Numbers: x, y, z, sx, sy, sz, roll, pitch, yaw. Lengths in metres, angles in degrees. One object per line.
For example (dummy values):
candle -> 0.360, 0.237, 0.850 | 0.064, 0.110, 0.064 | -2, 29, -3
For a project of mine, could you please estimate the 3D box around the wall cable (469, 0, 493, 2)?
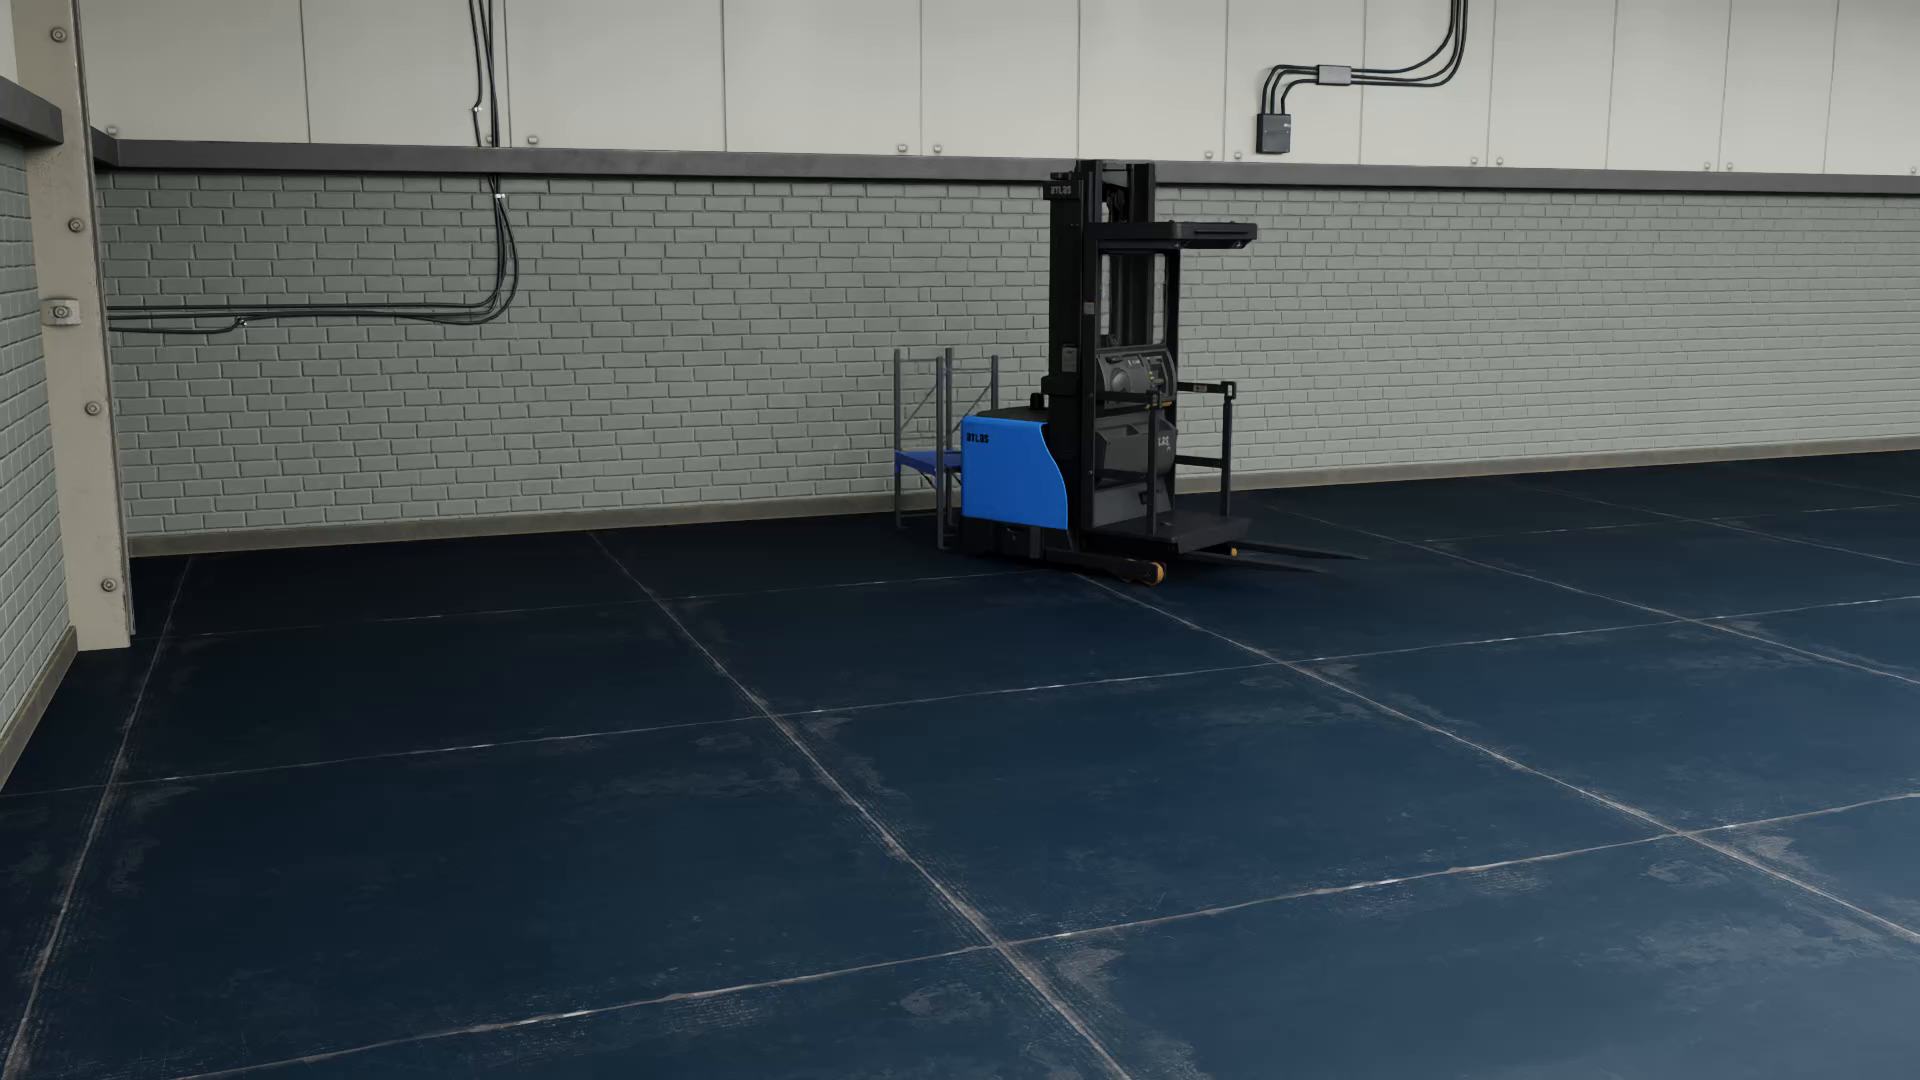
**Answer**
wall cable -> -2.452, -5.513, 13.163 | 3.097, 2.526, 0.112 | -4, 11, -21

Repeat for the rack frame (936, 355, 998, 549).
rack frame -> 0.058, -0.683, 12.979 | 0.500, 1.500, 0.032 | -4, 11, -21

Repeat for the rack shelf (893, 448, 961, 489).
rack shelf -> -0.125, -0.589, 13.477 | 0.538, 0.185, 1.000 | -4, 11, -21

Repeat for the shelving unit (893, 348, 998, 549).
shelving unit -> -0.125, -0.766, 13.446 | 0.538, 1.500, 1.048 | -4, 11, -21

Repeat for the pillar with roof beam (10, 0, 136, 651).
pillar with roof beam -> -1.126, -4.092, 10.729 | 9.100, 9.000, 0.400 | -4, 11, -21

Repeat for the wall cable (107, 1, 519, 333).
wall cable -> -4.973, -2.855, 12.641 | 3.097, 2.526, 0.112 | -4, 11, -21

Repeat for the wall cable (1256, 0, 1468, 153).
wall cable -> 3.880, -6.658, 15.443 | 2.305, 6.003, 0.169 | -4, 11, -21

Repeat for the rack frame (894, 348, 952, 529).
rack frame -> -0.308, -0.849, 13.913 | 0.500, 1.500, 0.032 | -4, 11, -21

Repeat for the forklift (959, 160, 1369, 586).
forklift -> 1.446, -1.228, 11.955 | 3.031, 2.935, 1.130 | 8, 13, 39
